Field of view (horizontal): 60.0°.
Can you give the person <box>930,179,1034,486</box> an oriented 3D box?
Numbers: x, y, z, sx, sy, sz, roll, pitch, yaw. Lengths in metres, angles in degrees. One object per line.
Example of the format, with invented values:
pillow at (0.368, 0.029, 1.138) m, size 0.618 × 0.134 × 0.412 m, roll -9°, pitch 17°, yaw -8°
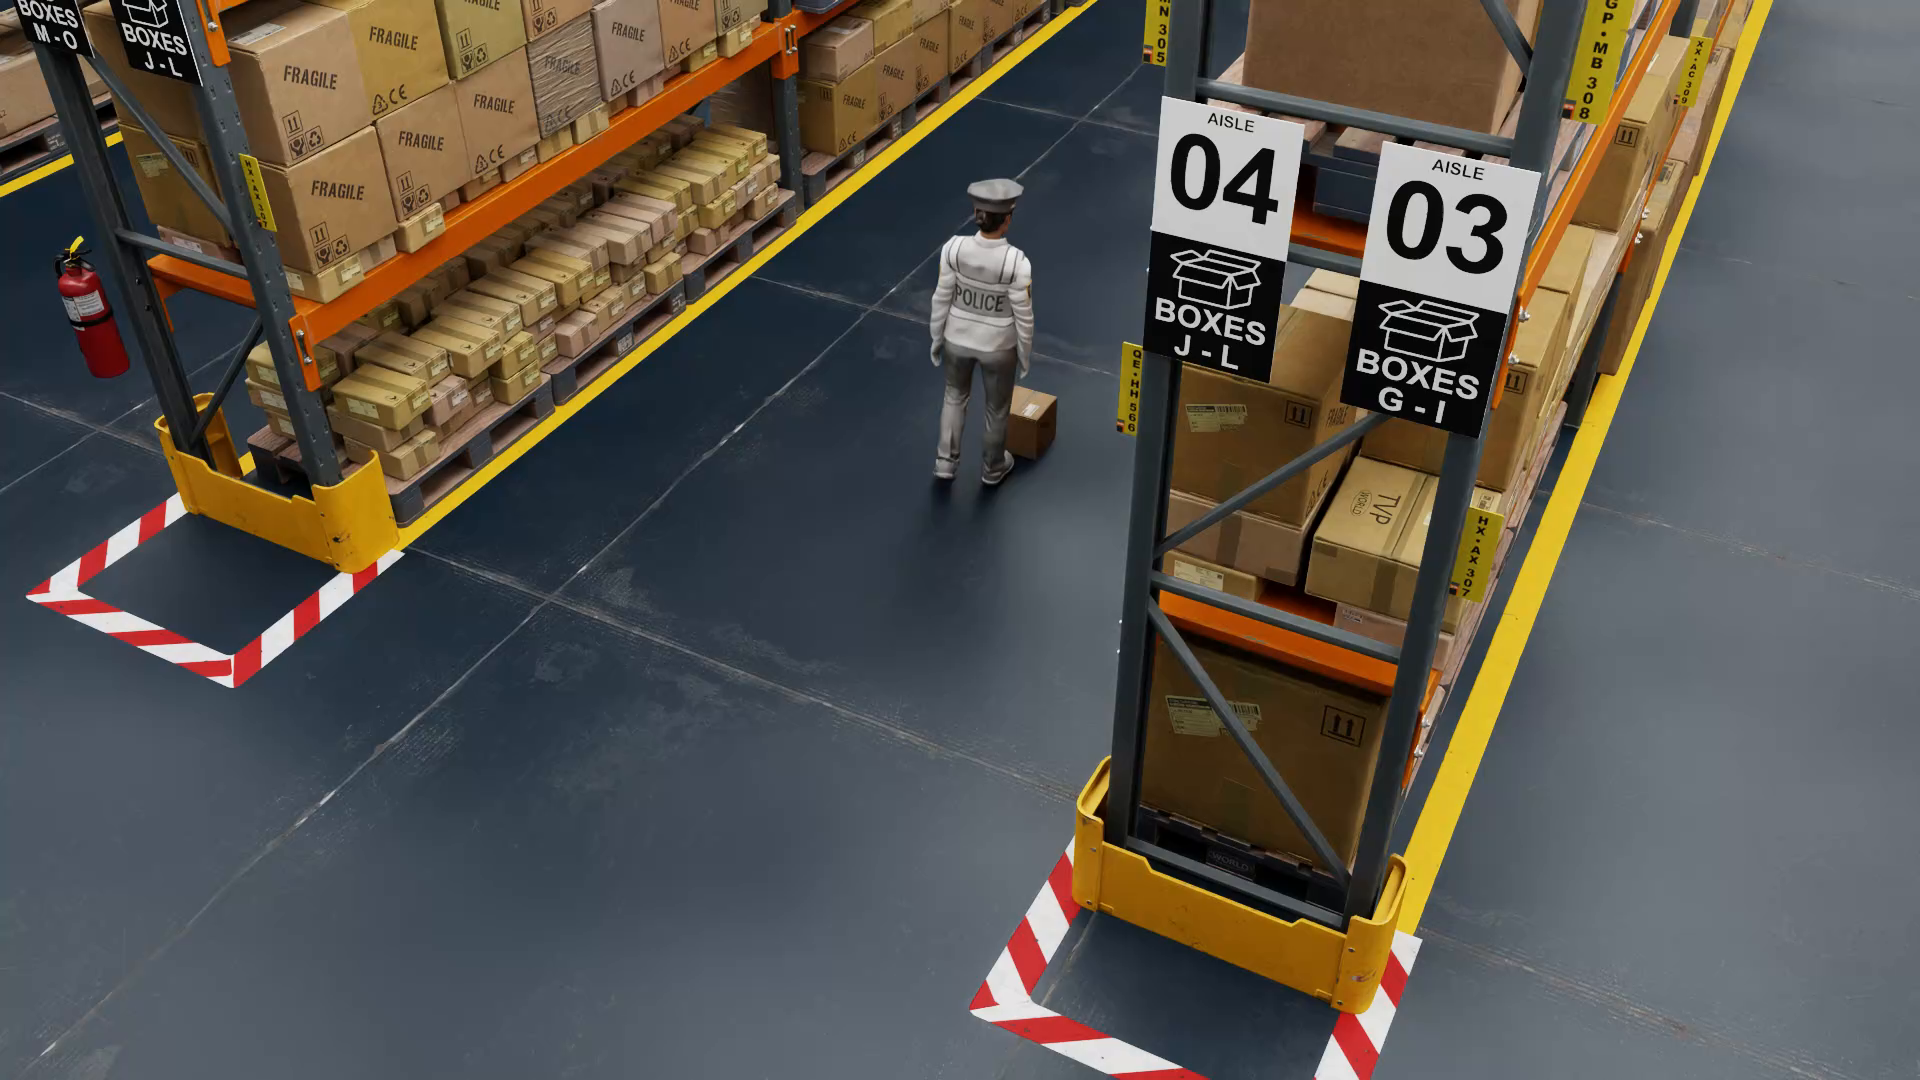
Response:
person at (0.128, -0.952, 7.939) m, size 0.529 × 1.688 × 0.450 m, roll 12°, pitch 40°, yaw 15°
